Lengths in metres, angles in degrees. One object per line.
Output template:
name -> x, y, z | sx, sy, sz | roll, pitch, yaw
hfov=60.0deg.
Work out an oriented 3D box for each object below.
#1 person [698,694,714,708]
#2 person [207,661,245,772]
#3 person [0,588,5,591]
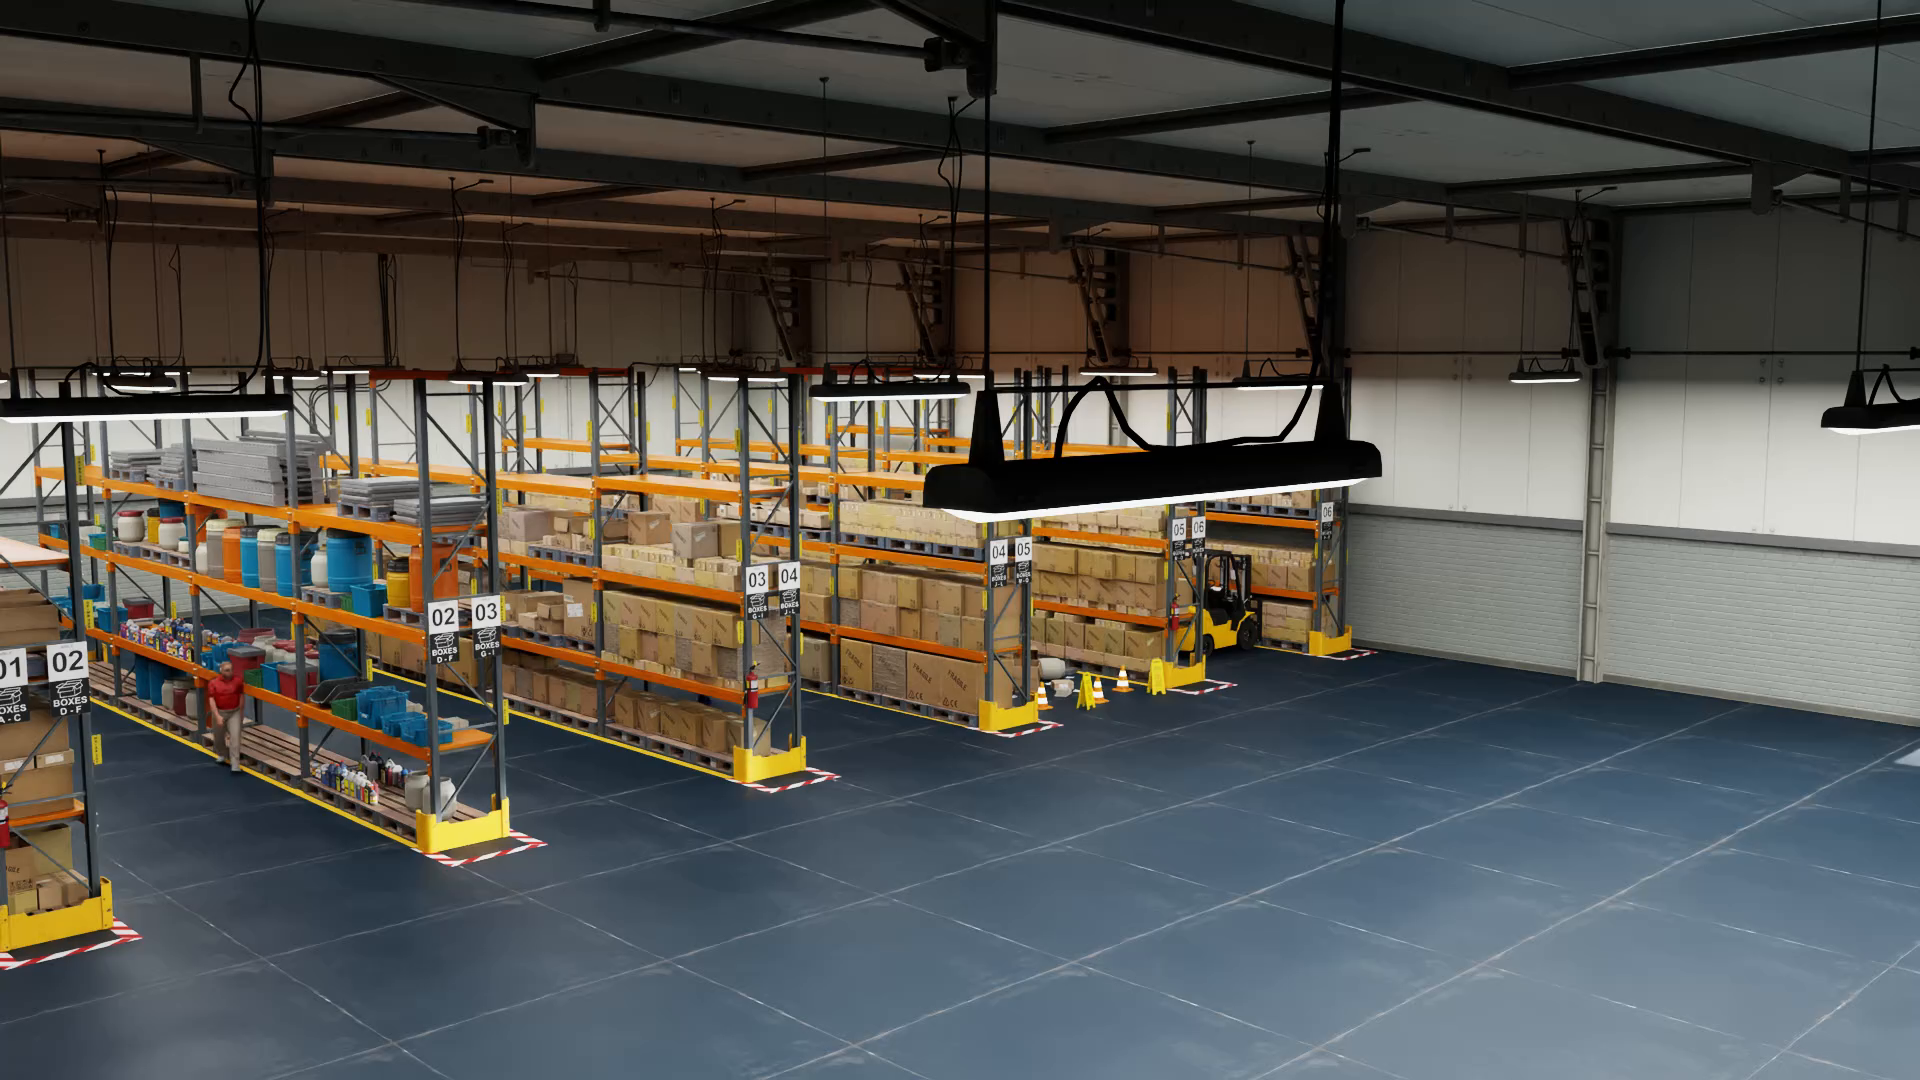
person -> -4.457, 2.210, 29.479 | 0.686, 1.649, 0.502 | 4, 8, 34
person -> -11.127, 2.655, 25.265 | 0.528, 1.642, 1.121 | -3, 7, -28
person -> -18.941, 1.802, 32.859 | 0.611, 1.733, 0.721 | -2, 7, -18
